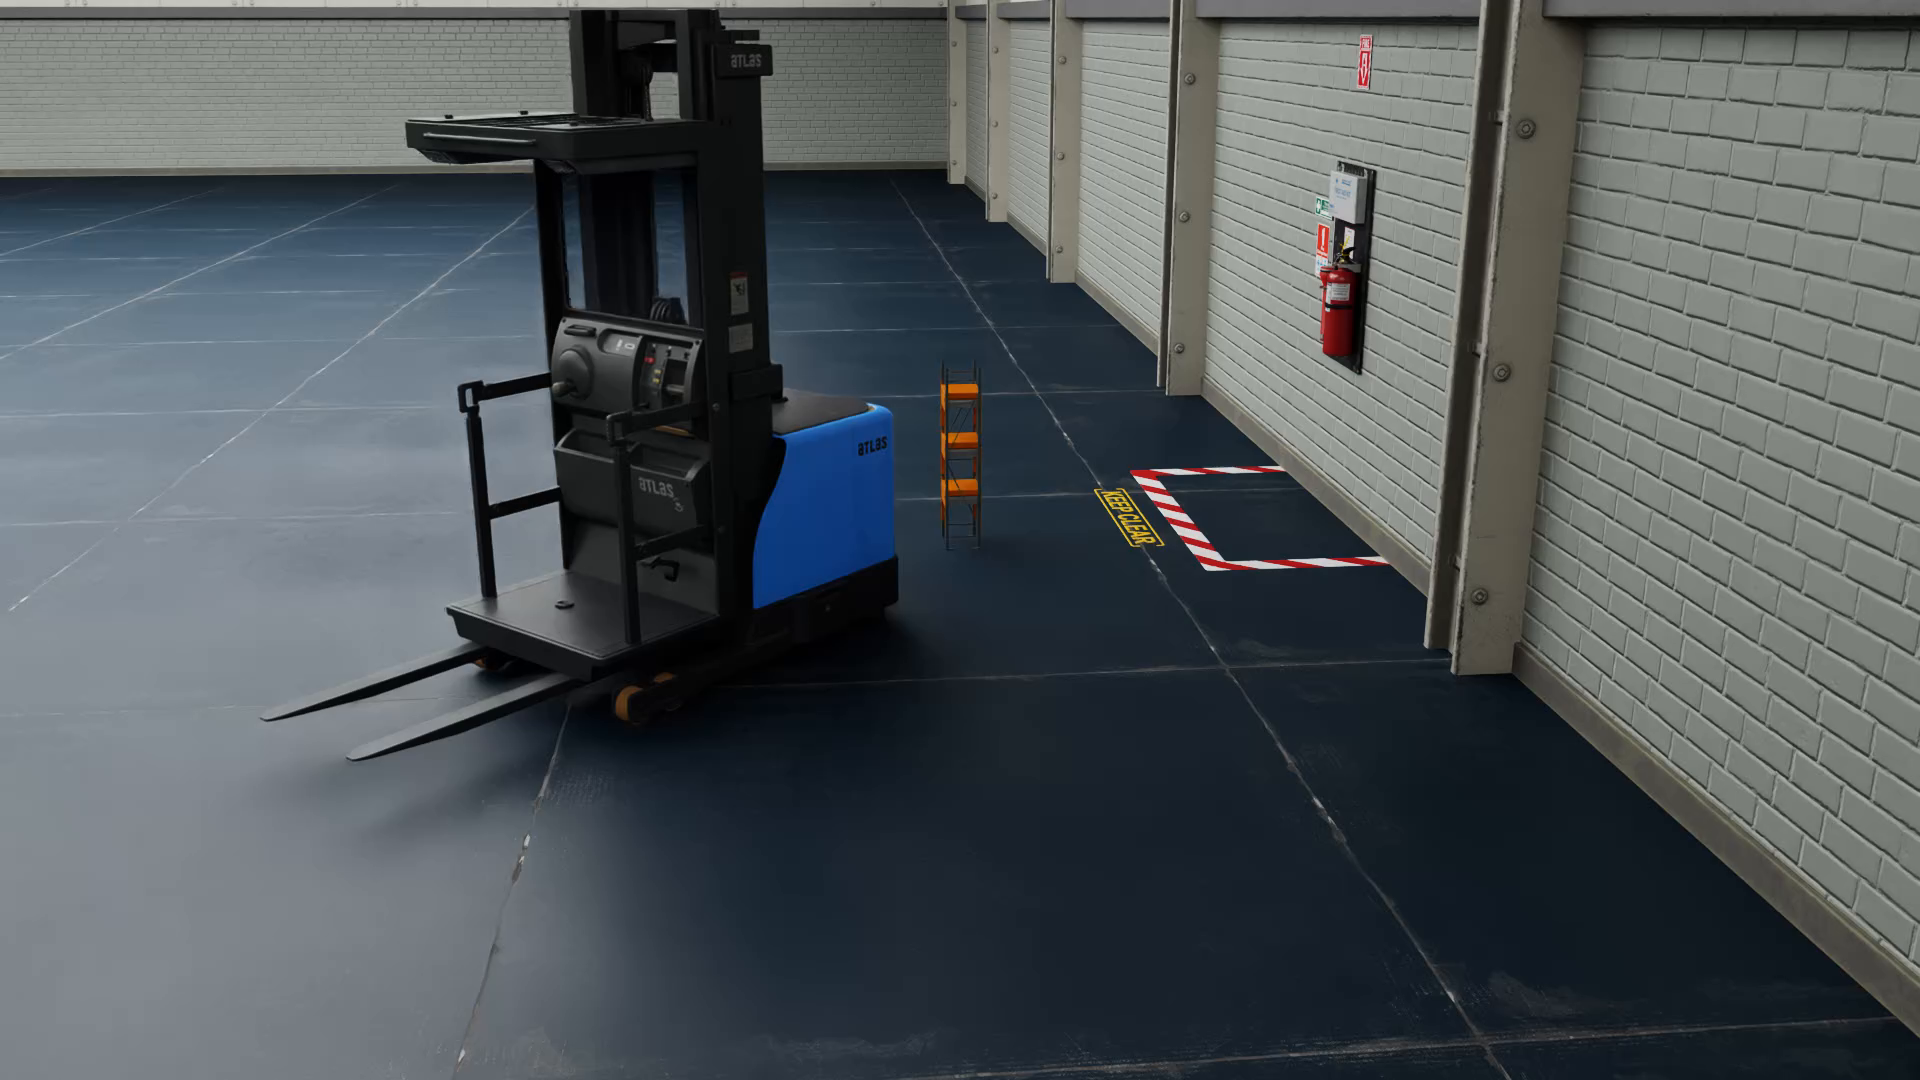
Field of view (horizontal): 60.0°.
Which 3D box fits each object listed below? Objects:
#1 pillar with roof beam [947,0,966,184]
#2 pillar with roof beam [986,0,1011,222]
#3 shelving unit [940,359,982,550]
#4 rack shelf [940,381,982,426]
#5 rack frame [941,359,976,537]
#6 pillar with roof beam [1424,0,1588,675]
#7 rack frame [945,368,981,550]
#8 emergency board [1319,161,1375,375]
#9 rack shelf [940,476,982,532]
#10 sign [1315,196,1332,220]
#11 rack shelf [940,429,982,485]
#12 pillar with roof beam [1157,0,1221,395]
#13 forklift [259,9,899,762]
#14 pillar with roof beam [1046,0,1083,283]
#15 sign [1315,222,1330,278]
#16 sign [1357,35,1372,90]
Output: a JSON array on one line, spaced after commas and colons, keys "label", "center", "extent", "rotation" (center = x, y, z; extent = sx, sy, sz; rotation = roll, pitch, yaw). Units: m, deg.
[{"label": "pillar with roof beam", "center": [-4.337, -10.750, 28.896], "extent": [9.100, 9.000, 0.400], "rotation": [-2, 18, -6]}, {"label": "pillar with roof beam", "center": [-3.718, -8.963, 23.202], "extent": [9.100, 9.000, 0.400], "rotation": [-2, 18, -6]}, {"label": "shelving unit", "center": [0.006, -0.485, 9.469], "extent": [0.215, 1.050, 0.252], "rotation": [-2, 18, -6]}, {"label": "rack shelf", "center": [0.006, -0.746, 9.387], "extent": [0.215, 0.259, 0.240], "rotation": [-2, 18, -6]}, {"label": "rack frame", "center": [-0.007, -0.521, 9.585], "extent": [0.200, 1.050, 0.008], "rotation": [-2, 18, -6]}, {"label": "pillar with roof beam", "center": [-1.862, -3.600, 6.120], "extent": [9.100, 9.000, 0.400], "rotation": [-2, 18, -6]}, {"label": "rack frame", "center": [0.018, -0.449, 9.353], "extent": [0.200, 1.050, 0.008], "rotation": [-2, 18, -6]}, {"label": "emergency board", "center": [2.203, -1.608, 9.791], "extent": [0.194, 1.169, 0.643], "rotation": [-2, 18, -6]}, {"label": "rack shelf", "center": [0.006, -0.210, 9.555], "extent": [0.215, 0.259, 0.240], "rotation": [-2, 18, -6]}, {"label": "sign", "center": [2.241, -2.044, 10.236], "extent": [0.001, 0.109, 0.331], "rotation": [-2, 18, -6]}, {"label": "rack shelf", "center": [0.006, -0.475, 9.472], "extent": [0.215, 0.259, 0.240], "rotation": [-2, 18, -6]}, {"label": "pillar with roof beam", "center": [-2.481, -5.387, 11.814], "extent": [9.100, 9.000, 0.400], "rotation": [-2, 18, -6]}, {"label": "forklift", "center": [-1.617, -0.771, 7.238], "extent": [1.130, 2.935, 3.031], "rotation": [13, 22, 36]}, {"label": "pillar with roof beam", "center": [-3.099, -7.175, 17.508], "extent": [9.100, 9.000, 0.400], "rotation": [-2, 18, -6]}, {"label": "sign", "center": [2.249, -1.793, 10.320], "extent": [0.001, 0.329, 0.234], "rotation": [-2, 18, -6]}, {"label": "sign", "center": [2.302, -2.719, 9.461], "extent": [0.001, 0.298, 0.199], "rotation": [-2, 18, -6]}]
